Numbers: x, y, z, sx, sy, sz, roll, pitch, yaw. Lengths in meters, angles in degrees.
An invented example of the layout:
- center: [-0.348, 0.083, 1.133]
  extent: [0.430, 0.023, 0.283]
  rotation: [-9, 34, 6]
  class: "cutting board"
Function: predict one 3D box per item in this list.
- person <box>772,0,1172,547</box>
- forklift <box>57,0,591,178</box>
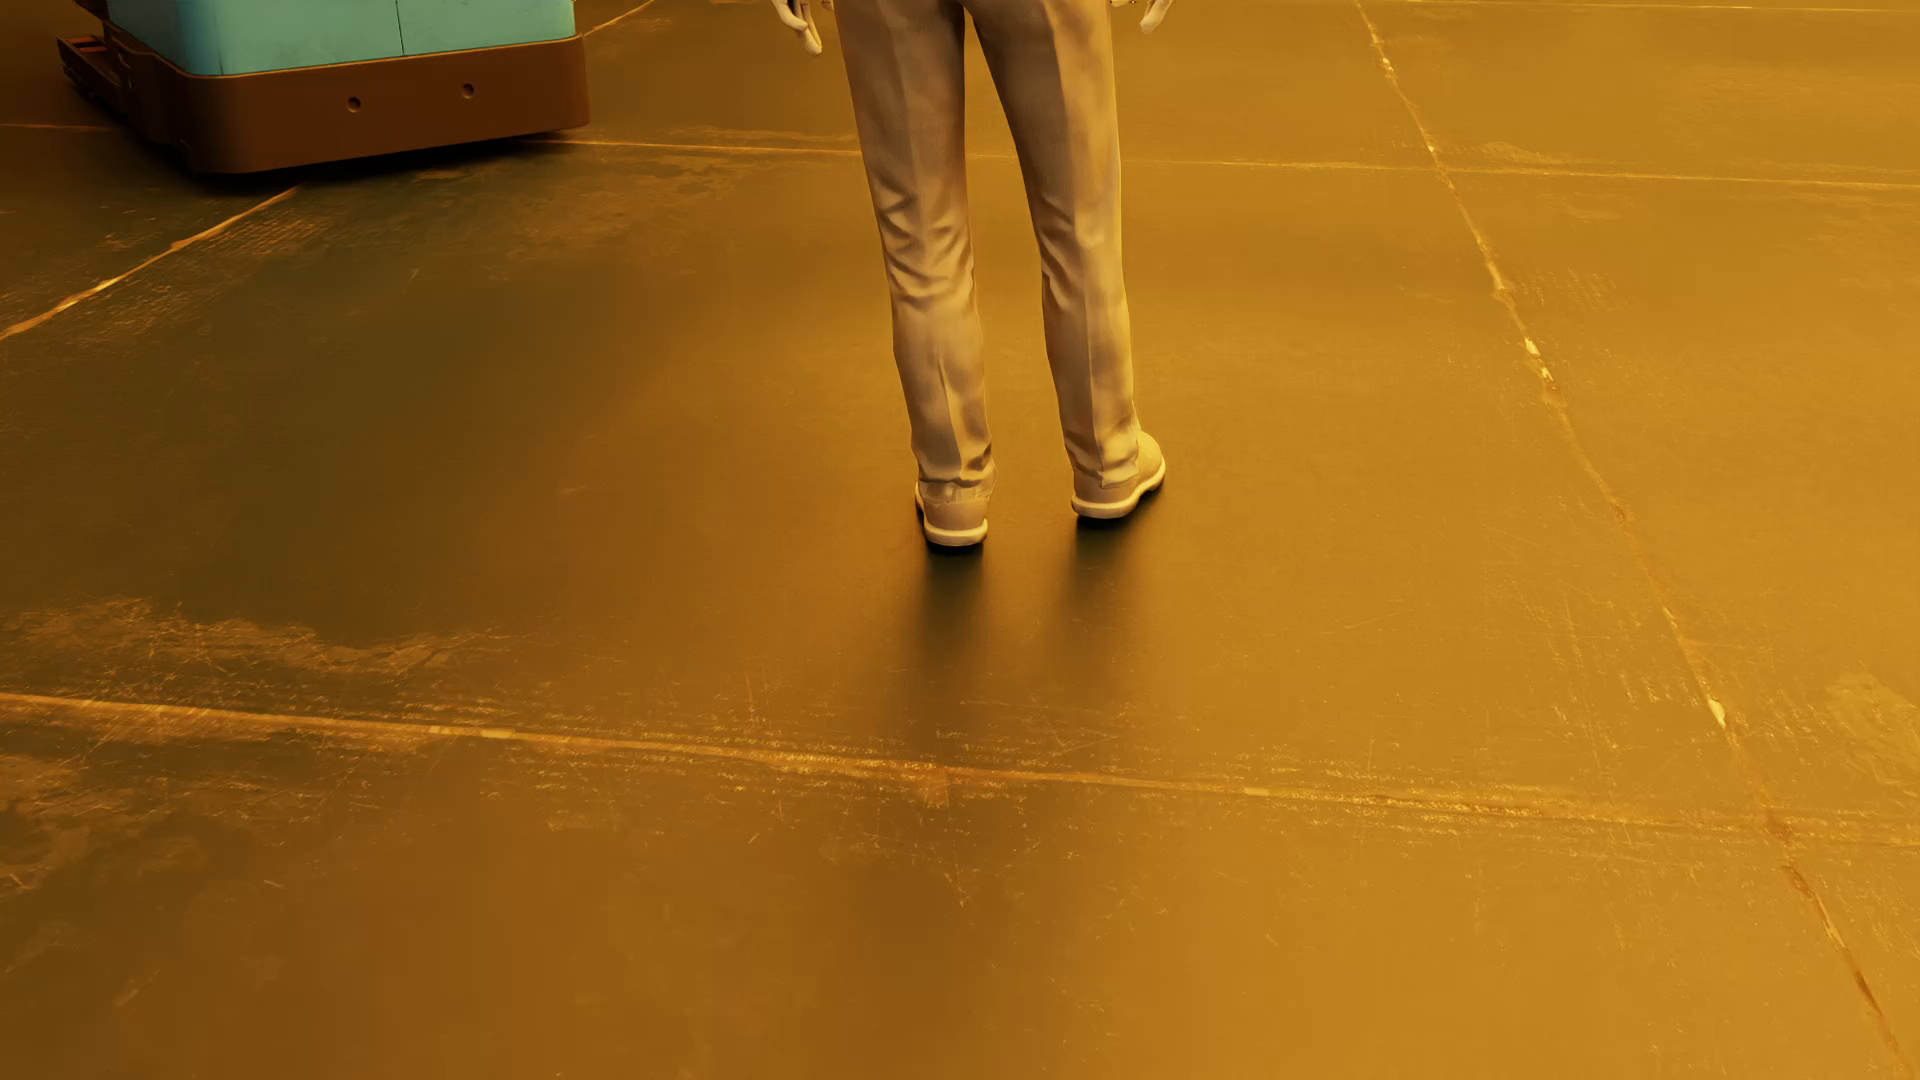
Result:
- center: [0.015, -0.794, 2.179]
  extent: [0.587, 1.695, 0.531]
  rotation: [3, 27, 7]
  class: "person"
- center: [-2.307, -2.836, 4.902]
  extent: [1.130, 2.935, 3.031]
  rotation: [-17, 31, -31]
  class: "forklift"
